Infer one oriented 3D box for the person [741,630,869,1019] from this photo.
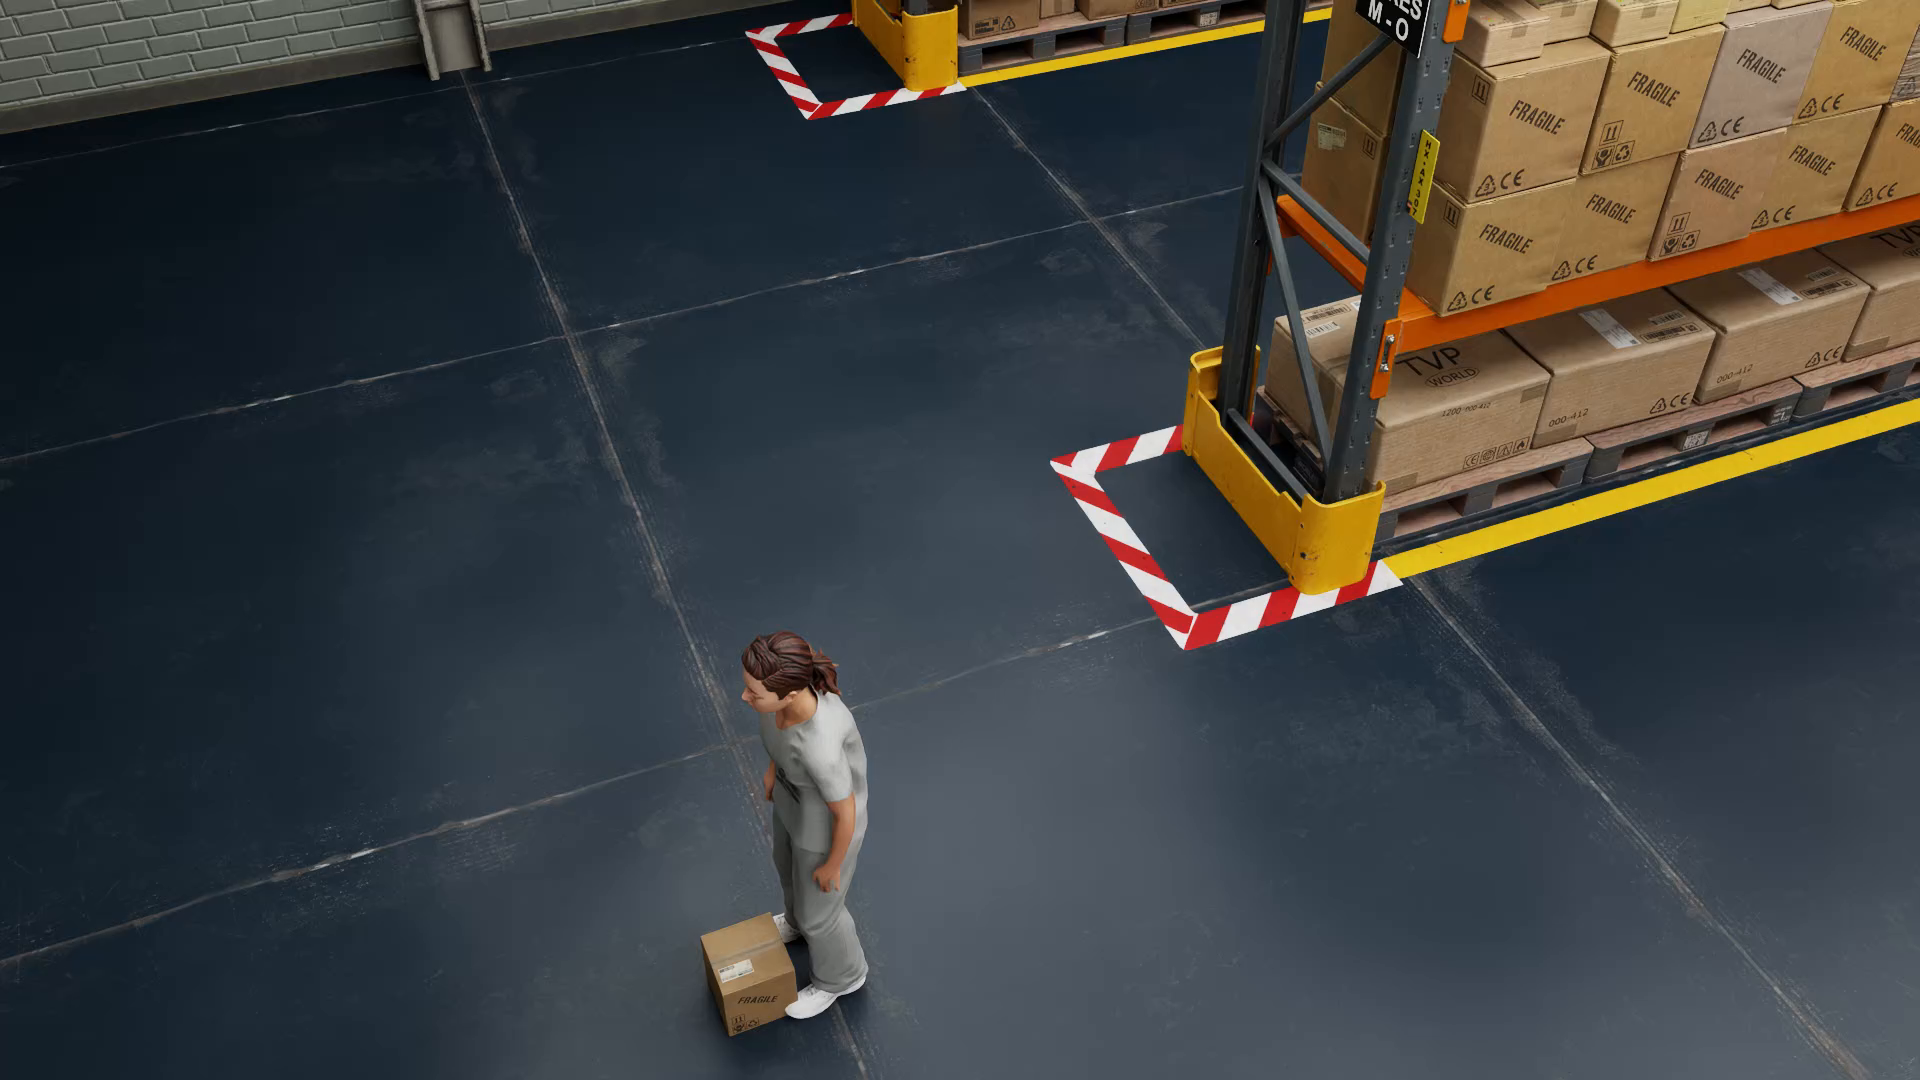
[{"bbox_3d":[-0.479,0.865,5.198,0.362,1.671,0.513,-18,45,-19],"label":"person"}]
